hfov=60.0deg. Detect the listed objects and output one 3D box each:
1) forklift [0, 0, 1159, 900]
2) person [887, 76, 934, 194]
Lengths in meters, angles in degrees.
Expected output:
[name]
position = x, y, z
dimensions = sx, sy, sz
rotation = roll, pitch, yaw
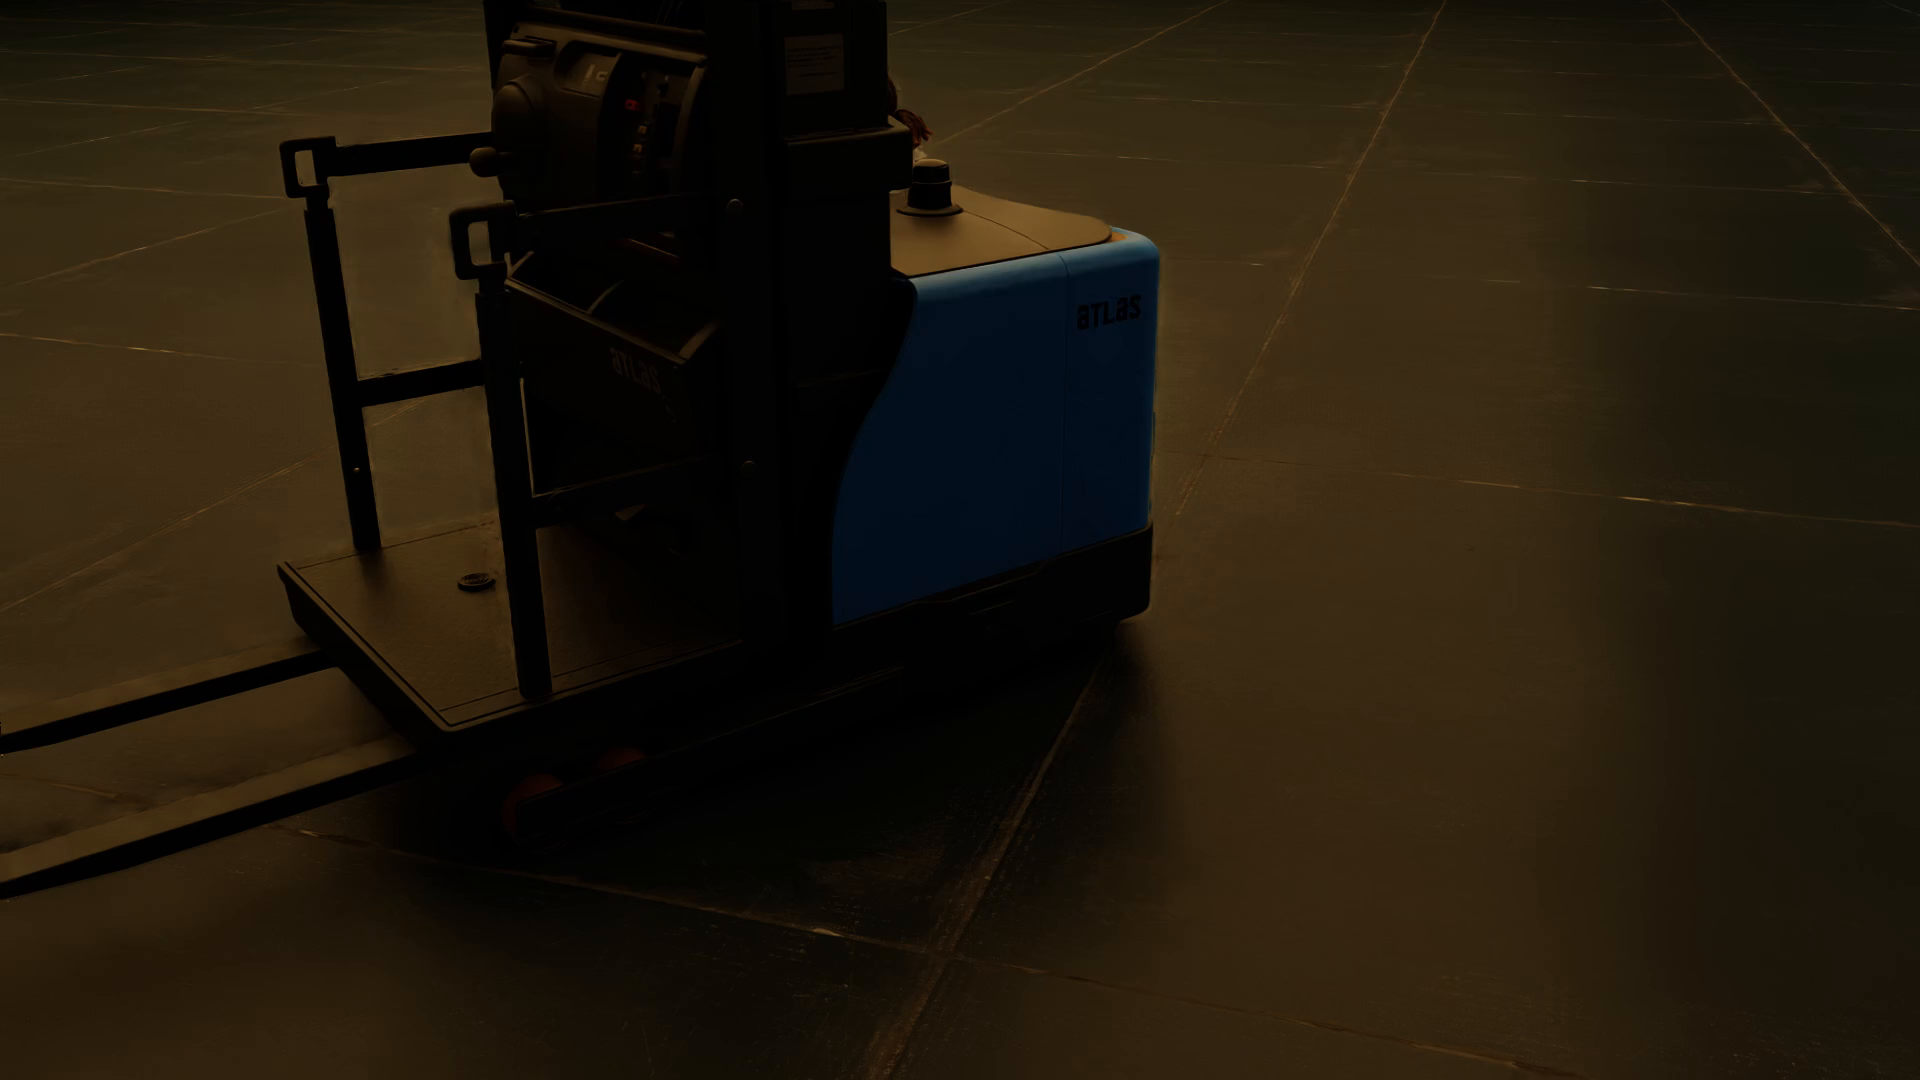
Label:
[forklift]
position = -0.963, -0.918, 3.504
dimensions = 3.031, 2.935, 1.130
rotation = -16, 28, -34
[person]
position = -0.445, -0.668, 4.982
dimensions = 0.881, 1.468, 0.677
rotation = 4, 23, 10
